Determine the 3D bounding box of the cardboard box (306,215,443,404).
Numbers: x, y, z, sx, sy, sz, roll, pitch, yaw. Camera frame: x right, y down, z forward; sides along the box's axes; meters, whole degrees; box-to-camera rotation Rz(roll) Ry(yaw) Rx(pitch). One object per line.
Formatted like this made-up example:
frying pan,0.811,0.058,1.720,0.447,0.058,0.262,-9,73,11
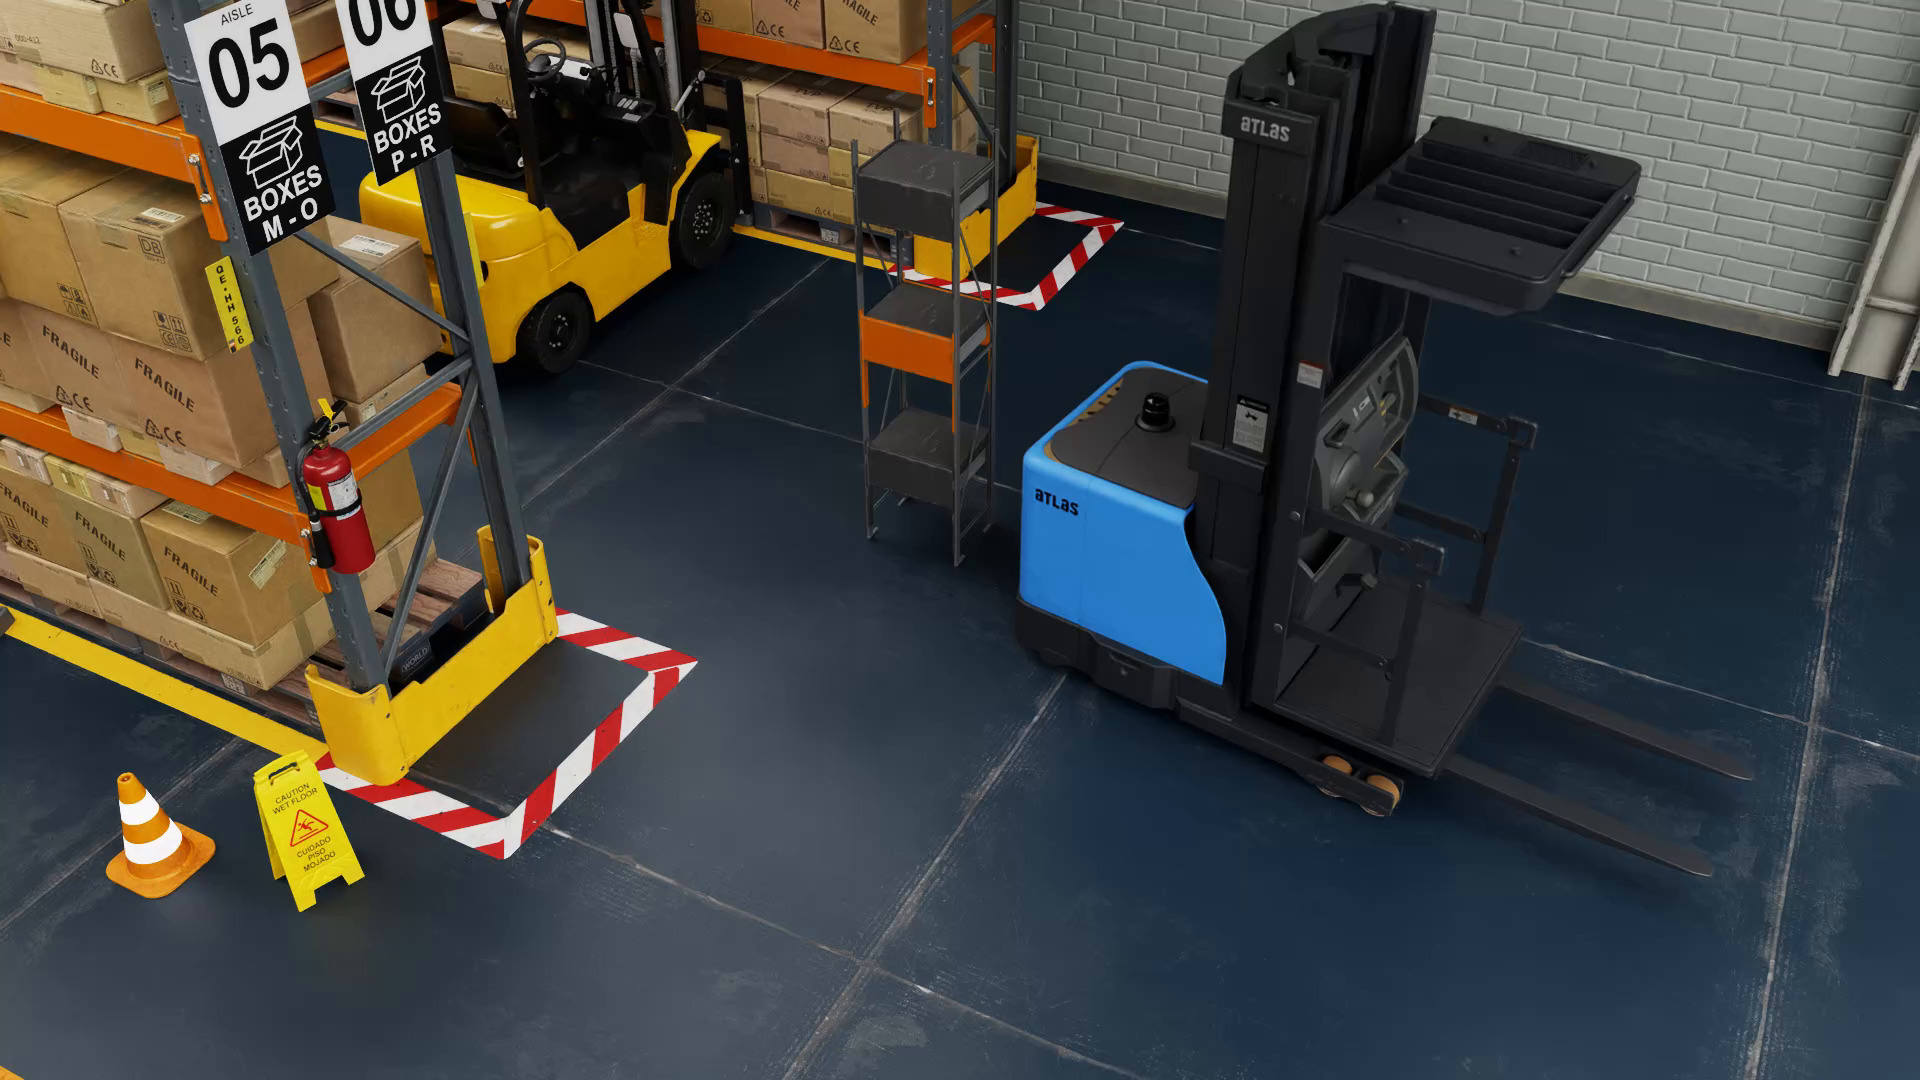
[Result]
cardboard box,-2.484,-0.936,6.693,0.500,0.500,0.500,17,40,21

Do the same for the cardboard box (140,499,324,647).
cardboard box,-3.022,0.049,7.030,0.500,0.500,0.500,18,41,22

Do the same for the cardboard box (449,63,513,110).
cardboard box,-3.176,-3.246,11.579,0.500,0.250,0.500,17,40,21

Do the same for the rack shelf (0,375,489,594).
rack shelf,-3.967,-0.767,7.394,4.000,0.370,1.077,17,41,21

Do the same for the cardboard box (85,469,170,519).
cardboard box,-3.379,-0.275,6.921,0.250,0.149,0.380,19,41,23

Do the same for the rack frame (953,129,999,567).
rack frame,0.070,-0.815,7.606,0.015,2.100,0.400,17,41,21

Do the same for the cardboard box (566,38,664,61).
cardboard box,-2.281,-3.163,11.056,0.500,0.250,0.500,19,41,23

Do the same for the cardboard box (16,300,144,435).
cardboard box,-3.242,-0.800,6.514,0.500,0.500,0.500,17,41,22

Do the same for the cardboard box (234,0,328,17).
cardboard box,-2.515,-2.034,5.865,0.500,0.250,0.500,17,40,21

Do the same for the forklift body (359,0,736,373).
forklift body,-2.434,-2.373,9.617,1.214,2.155,2.313,17,41,21

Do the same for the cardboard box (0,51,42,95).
cardboard box,-3.092,-1.685,5.735,0.250,0.149,0.380,19,41,23

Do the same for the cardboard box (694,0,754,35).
cardboard box,-1.381,-3.490,10.304,0.500,0.500,0.500,17,40,21

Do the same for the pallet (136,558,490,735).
pallet,-2.963,0.347,7.637,1.213,0.211,1.003,17,41,21

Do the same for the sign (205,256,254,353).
sign,-2.464,-0.792,5.613,0.005,0.325,0.100,17,41,21

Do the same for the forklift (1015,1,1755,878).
forklift,1.754,-0.410,6.385,3.031,2.935,1.130,23,43,27

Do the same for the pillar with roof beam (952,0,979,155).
pillar with roof beam,-2.095,-3.919,5.990,0.400,9.000,9.100,17,41,21

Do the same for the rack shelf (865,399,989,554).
rack shelf,-0.147,-0.314,8.127,0.480,0.518,0.431,17,41,21

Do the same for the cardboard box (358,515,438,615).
cardboard box,-2.780,0.058,7.639,0.500,0.250,0.500,17,40,21

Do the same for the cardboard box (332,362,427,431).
cardboard box,-2.397,-0.603,6.791,0.250,0.149,0.380,18,41,22

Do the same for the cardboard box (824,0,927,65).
cardboard box,-0.469,-3.199,9.920,0.500,0.500,0.500,16,40,21

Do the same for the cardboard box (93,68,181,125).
cardboard box,-2.636,-1.541,5.546,0.250,0.149,0.380,18,41,22

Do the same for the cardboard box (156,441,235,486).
cardboard box,-2.897,-0.397,6.520,0.250,0.149,0.380,17,40,21

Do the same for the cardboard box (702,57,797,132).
cardboard box,-1.372,-2.868,10.667,0.500,0.250,0.500,18,41,22

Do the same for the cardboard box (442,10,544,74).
cardboard box,-3.178,-3.443,11.424,0.500,0.250,0.500,17,40,21

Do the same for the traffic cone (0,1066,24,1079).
traffic cone,-3.374,1.777,5.546,0.334,0.463,0.336,17,41,21

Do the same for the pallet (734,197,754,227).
pallet,-1.689,-2.583,11.497,1.213,0.211,1.003,17,41,21

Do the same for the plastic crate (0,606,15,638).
plastic crate,-4.726,0.430,7.637,0.583,0.080,0.402,4,37,6

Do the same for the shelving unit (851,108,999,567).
shelving unit,-0.147,-0.882,7.696,0.503,2.100,0.431,17,41,21

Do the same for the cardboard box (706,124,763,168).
cardboard box,-1.396,-2.679,10.832,0.500,0.250,0.500,16,40,20

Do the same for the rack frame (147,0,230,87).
rack frame,-2.191,-2.887,4.630,0.127,3.000,1.000,17,41,21

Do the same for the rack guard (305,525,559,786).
rack guard,-2.258,0.477,7.227,0.348,0.500,1.175,17,41,21

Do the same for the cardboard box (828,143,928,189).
cardboard box,-0.487,-2.402,10.466,0.500,0.250,0.500,17,40,21

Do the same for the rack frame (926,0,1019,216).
rack frame,0.089,-3.163,9.956,0.127,3.000,1.000,17,41,21

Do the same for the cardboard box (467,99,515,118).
cardboard box,-3.186,-3.035,11.714,0.500,0.250,0.500,18,41,22

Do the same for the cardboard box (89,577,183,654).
cardboard box,-3.488,0.202,7.449,0.500,0.250,0.500,18,41,22

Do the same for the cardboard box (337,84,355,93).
cardboard box,-4.617,-3.856,12.485,0.625,0.625,0.875,17,40,21

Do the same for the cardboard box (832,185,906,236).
cardboard box,-0.474,-2.196,10.609,0.500,0.250,0.500,18,41,22

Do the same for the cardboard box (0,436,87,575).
cardboard box,-3.932,-0.238,7.409,0.500,0.500,0.500,16,40,20

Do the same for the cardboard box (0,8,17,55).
cardboard box,-3.209,-1.896,5.684,0.500,0.250,0.500,17,40,21

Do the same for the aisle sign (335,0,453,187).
aisle sign,-1.993,-1.682,5.854,0.004,0.787,0.394,17,41,21

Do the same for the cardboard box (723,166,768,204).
cardboard box,-1.351,-2.484,10.987,0.500,0.250,0.500,18,41,22

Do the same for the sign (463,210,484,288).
sign,-1.941,-1.133,6.566,0.005,0.325,0.100,17,41,21

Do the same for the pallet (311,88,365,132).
pallet,-4.135,-3.349,12.507,1.213,0.211,1.003,17,41,21

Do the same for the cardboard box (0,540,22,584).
cardboard box,-4.391,-0.084,7.826,0.500,0.250,0.500,17,40,21

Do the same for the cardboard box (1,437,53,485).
cardboard box,-3.834,-0.421,7.113,0.250,0.149,0.380,19,41,23

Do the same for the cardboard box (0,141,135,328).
cardboard box,-3.191,-1.223,6.245,0.500,0.500,0.700,18,41,22

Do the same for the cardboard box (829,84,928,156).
cardboard box,-0.464,-2.594,10.306,0.500,0.250,0.500,19,41,23

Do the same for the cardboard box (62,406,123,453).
cardboard box,-3.357,-0.535,6.702,0.250,0.149,0.380,18,41,22
